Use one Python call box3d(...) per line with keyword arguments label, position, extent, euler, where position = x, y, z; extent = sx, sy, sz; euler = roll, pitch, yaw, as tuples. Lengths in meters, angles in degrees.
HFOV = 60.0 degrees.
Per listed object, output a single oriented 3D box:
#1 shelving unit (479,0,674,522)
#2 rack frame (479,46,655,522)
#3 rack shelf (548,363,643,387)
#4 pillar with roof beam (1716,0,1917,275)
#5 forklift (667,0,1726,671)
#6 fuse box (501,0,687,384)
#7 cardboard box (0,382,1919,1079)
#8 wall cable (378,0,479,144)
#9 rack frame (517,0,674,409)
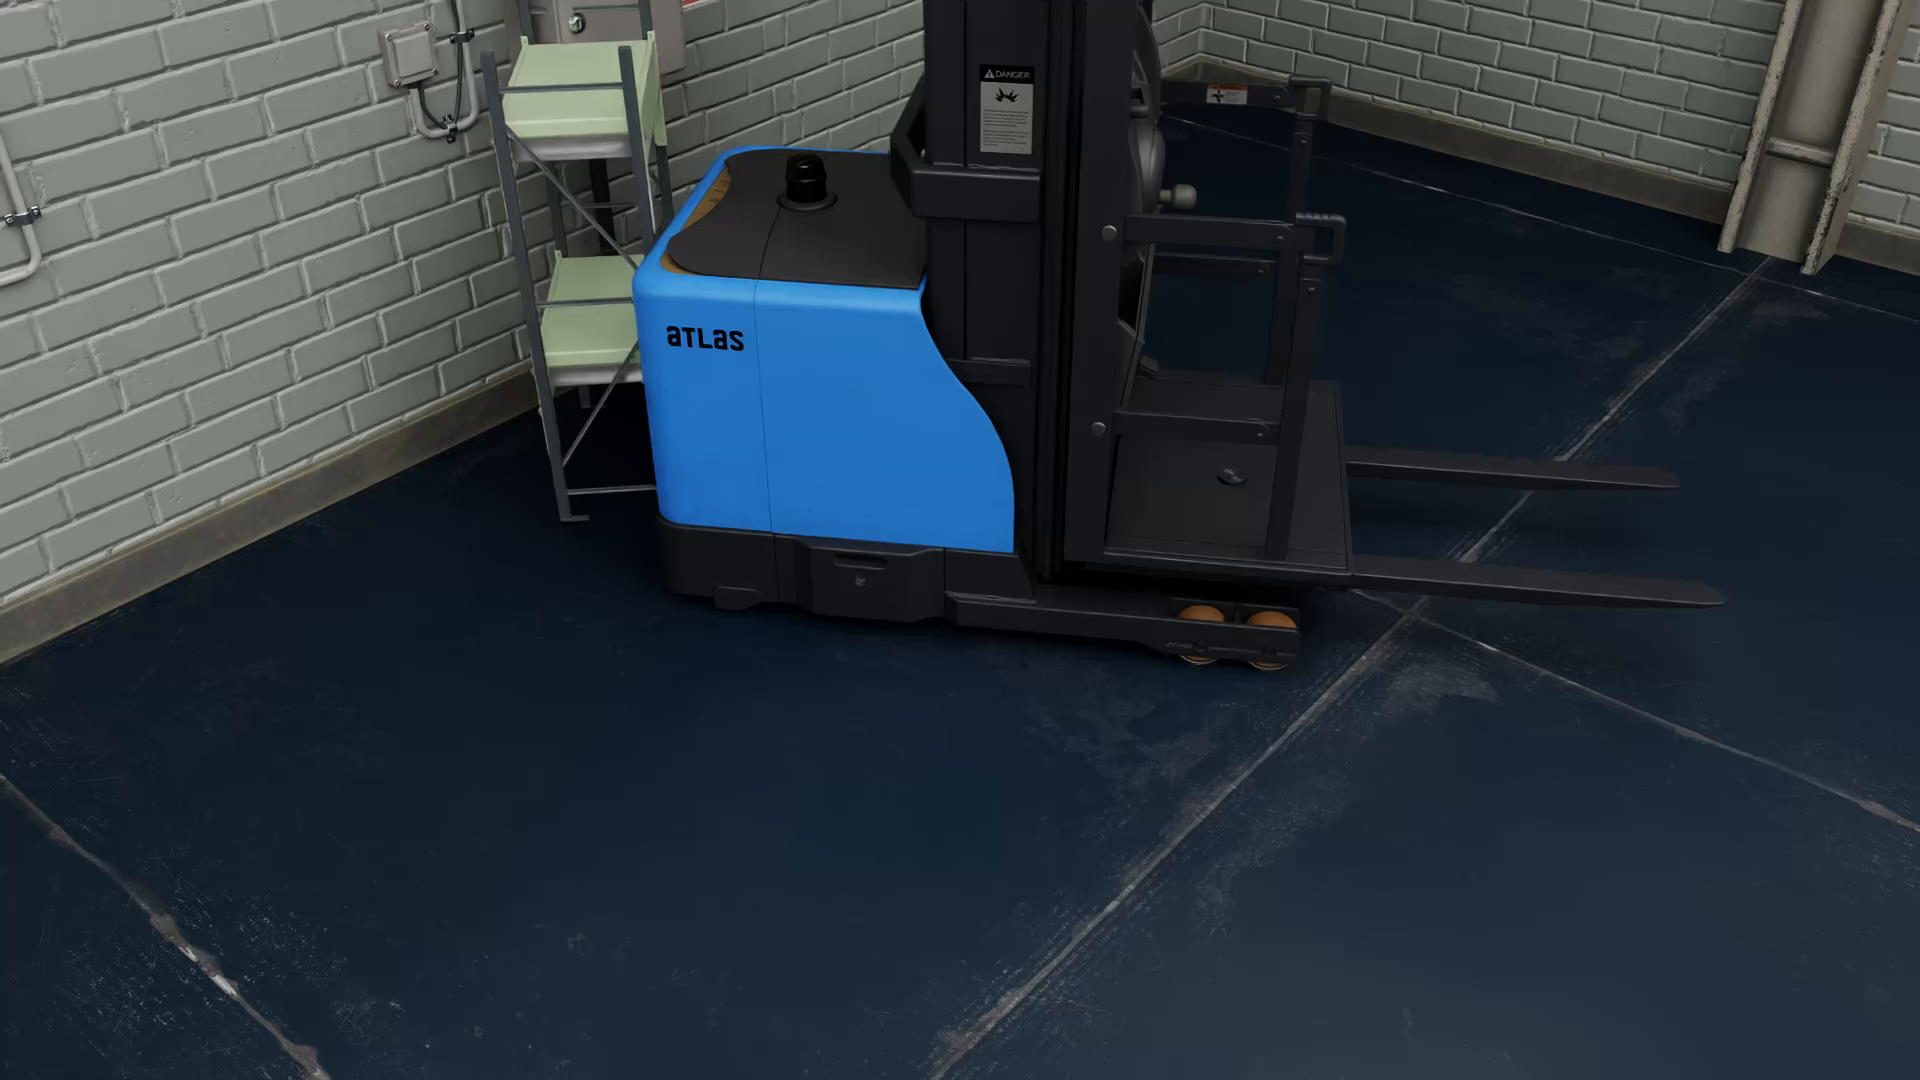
box3d(label="shelving unit", position=(-1.115, -0.901, 5.194), extent=(0.400, 1.500, 0.755), euler=(-4, 34, -4))
box3d(label="rack frame", position=(-1.080, -0.697, 4.892), extent=(0.400, 1.500, 0.023), euler=(-4, 34, -4))
box3d(label="rack shelf", position=(-1.113, -0.690, 5.336), extent=(0.332, 0.071, 0.664), euler=(-4, 34, -4))
box3d(label="pillar with roof beam", position=(0.697, -3.061, 1.758), extent=(0.400, 9.000, 9.100), euler=(25, 42, 32))
box3d(label="forklift", position=(0.718, -1.118, 4.366), extent=(2.937, 2.843, 1.107), euler=(5, 35, 7))
box3d(label="fuse box", position=(-1.118, -1.294, 5.622), extent=(0.414, 1.711, 0.539), euler=(25, 42, 32))
box3d(label="cardboard box", position=(2.303, 2.200, 0.678), extent=(13.522, 1.550, 6.103), euler=(24, 41, 31))
box3d(label="wall cable", position=(-1.676, -2.004, 4.621), extent=(0.122, 1.984, 0.588), euler=(25, 42, 32))
box3d(label="rack frame", position=(-1.151, -1.104, 5.496), extent=(0.400, 1.500, 0.023), euler=(-4, 34, -4))
